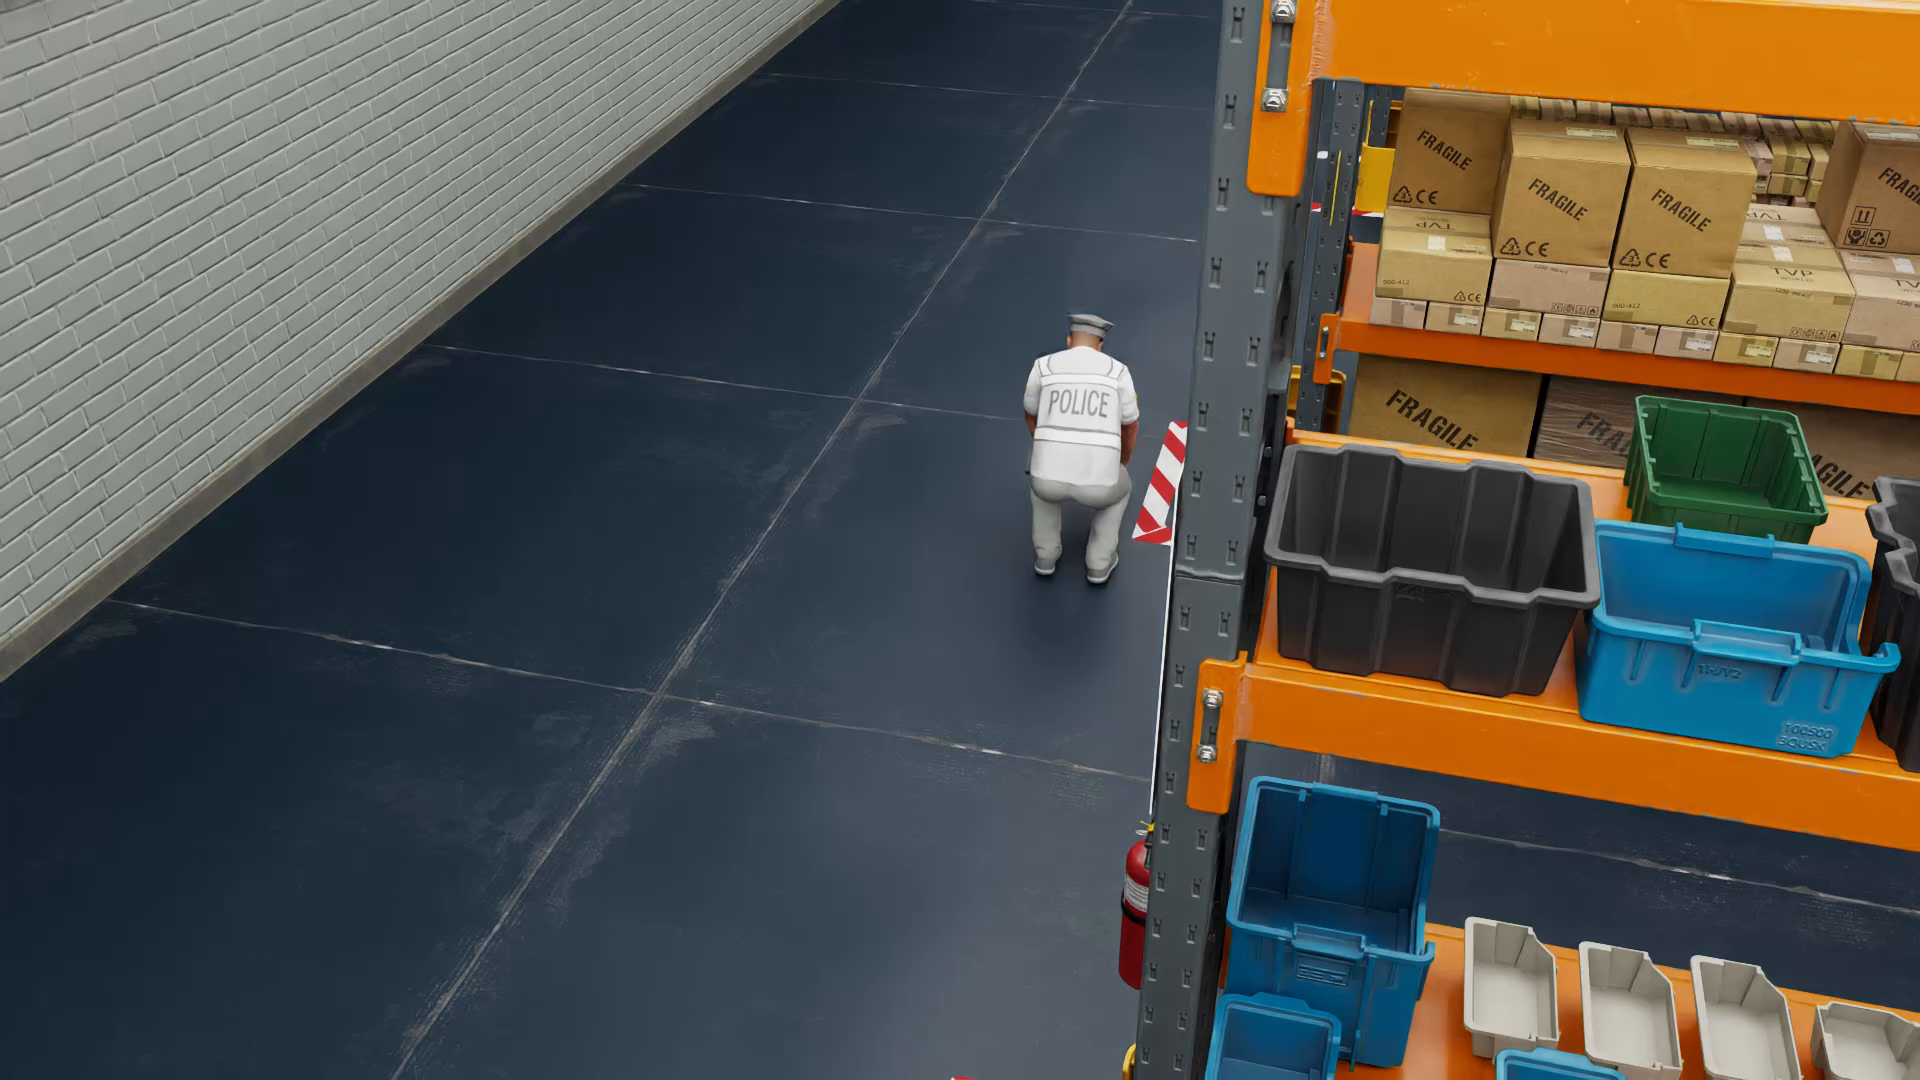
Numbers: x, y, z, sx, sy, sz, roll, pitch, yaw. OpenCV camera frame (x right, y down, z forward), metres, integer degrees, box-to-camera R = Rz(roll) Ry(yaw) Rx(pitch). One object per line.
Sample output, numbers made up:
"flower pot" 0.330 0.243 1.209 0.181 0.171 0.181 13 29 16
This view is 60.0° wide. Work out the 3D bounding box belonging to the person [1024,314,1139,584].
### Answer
"person" 0.574 -0.447 8.309 0.581 1.241 0.882 8 33 12
